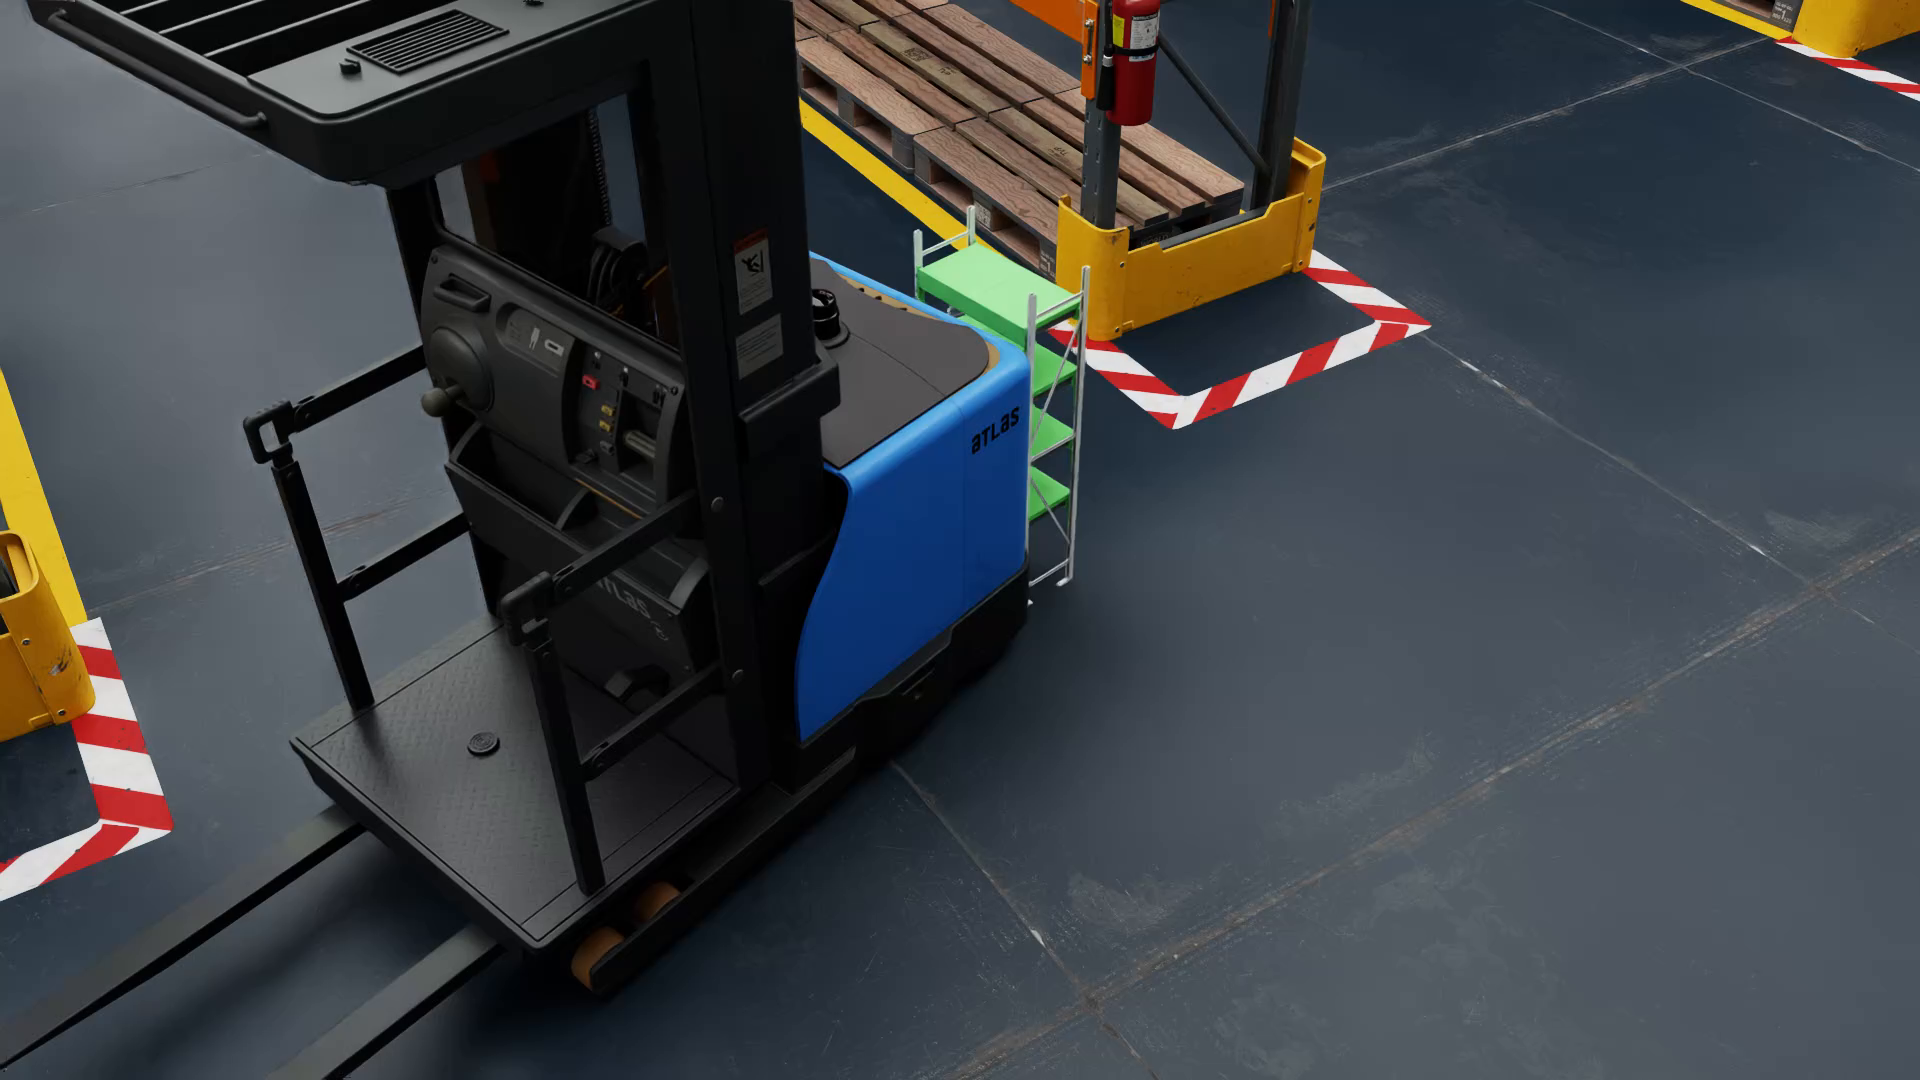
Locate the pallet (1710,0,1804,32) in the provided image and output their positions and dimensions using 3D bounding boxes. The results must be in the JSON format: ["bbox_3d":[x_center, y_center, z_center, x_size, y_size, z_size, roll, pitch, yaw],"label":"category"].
[{"bbox_3d":[4.635,-3.341,9.595,1.003,0.211,1.213,-22,45,-24],"label":"pallet"}]

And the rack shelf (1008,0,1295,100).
[{"bbox_3d":[-0.148,-3.042,7.619,1.077,0.370,4.000,-22,45,-24],"label":"rack shelf"}]

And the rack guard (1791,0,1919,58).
[{"bbox_3d":[5.065,-3.022,8.986,1.175,0.500,0.348,-22,45,-24],"label":"rack guard"}]

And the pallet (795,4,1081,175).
[{"bbox_3d":[-0.135,-2.284,8.325,1.003,0.211,1.213,-22,45,-24],"label":"pallet"}]

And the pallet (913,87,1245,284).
[{"bbox_3d":[0.517,-1.626,7.536,1.003,0.211,1.213,-22,45,-24],"label":"pallet"}]

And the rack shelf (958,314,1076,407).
[{"bbox_3d":[0.120,-0.533,5.177,0.258,0.148,0.480,-31,49,-31],"label":"rack shelf"}]

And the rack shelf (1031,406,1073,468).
[{"bbox_3d":[0.120,-0.349,5.331,0.258,0.148,0.480,-31,49,-31],"label":"rack shelf"}]

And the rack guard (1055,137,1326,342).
[{"bbox_3d":[0.951,-1.270,6.883,1.175,0.500,0.348,-22,45,-24],"label":"rack guard"}]

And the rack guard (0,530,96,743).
[{"bbox_3d":[-3.236,0.440,4.832,1.175,0.500,0.348,-22,45,-24],"label":"rack guard"}]

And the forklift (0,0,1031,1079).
[{"bbox_3d":[-1.121,-0.318,3.842,1.130,2.935,3.031,29,48,30],"label":"forklift"}]

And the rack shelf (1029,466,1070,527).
[{"bbox_3d":[0.120,-0.164,5.485,0.258,0.148,0.480,-31,49,-31],"label":"rack shelf"}]

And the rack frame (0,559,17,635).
[{"bbox_3d":[-3.249,-0.534,4.047,1.000,3.000,0.127,-22,45,-24],"label":"rack frame"}]

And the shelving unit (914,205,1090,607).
[{"bbox_3d":[0.120,-0.398,5.290,0.258,1.200,0.503,-31,49,-31],"label":"shelving unit"}]

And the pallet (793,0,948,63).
[{"bbox_3d":[-0.795,-2.943,9.117,1.003,0.211,1.213,-22,45,-24],"label":"pallet"}]

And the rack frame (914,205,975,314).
[{"bbox_3d":[-0.046,-0.512,5.427,0.240,1.200,0.015,-31,49,-31],"label":"rack frame"}]

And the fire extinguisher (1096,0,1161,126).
[{"bbox_3d":[0.625,-1.828,5.952,0.296,0.674,0.183,-22,45,-24],"label":"fire extinguisher"}]

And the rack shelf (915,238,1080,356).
[{"bbox_3d":[0.120,-0.717,5.024,0.258,0.148,0.480,-31,49,-31],"label":"rack shelf"}]

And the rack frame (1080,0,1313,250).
[{"bbox_3d":[0.927,-2.238,6.093,1.000,3.000,0.127,-22,45,-24],"label":"rack frame"}]

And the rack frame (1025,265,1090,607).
[{"bbox_3d":[0.285,-0.283,5.152,0.240,1.200,0.015,-31,49,-31],"label":"rack frame"}]
